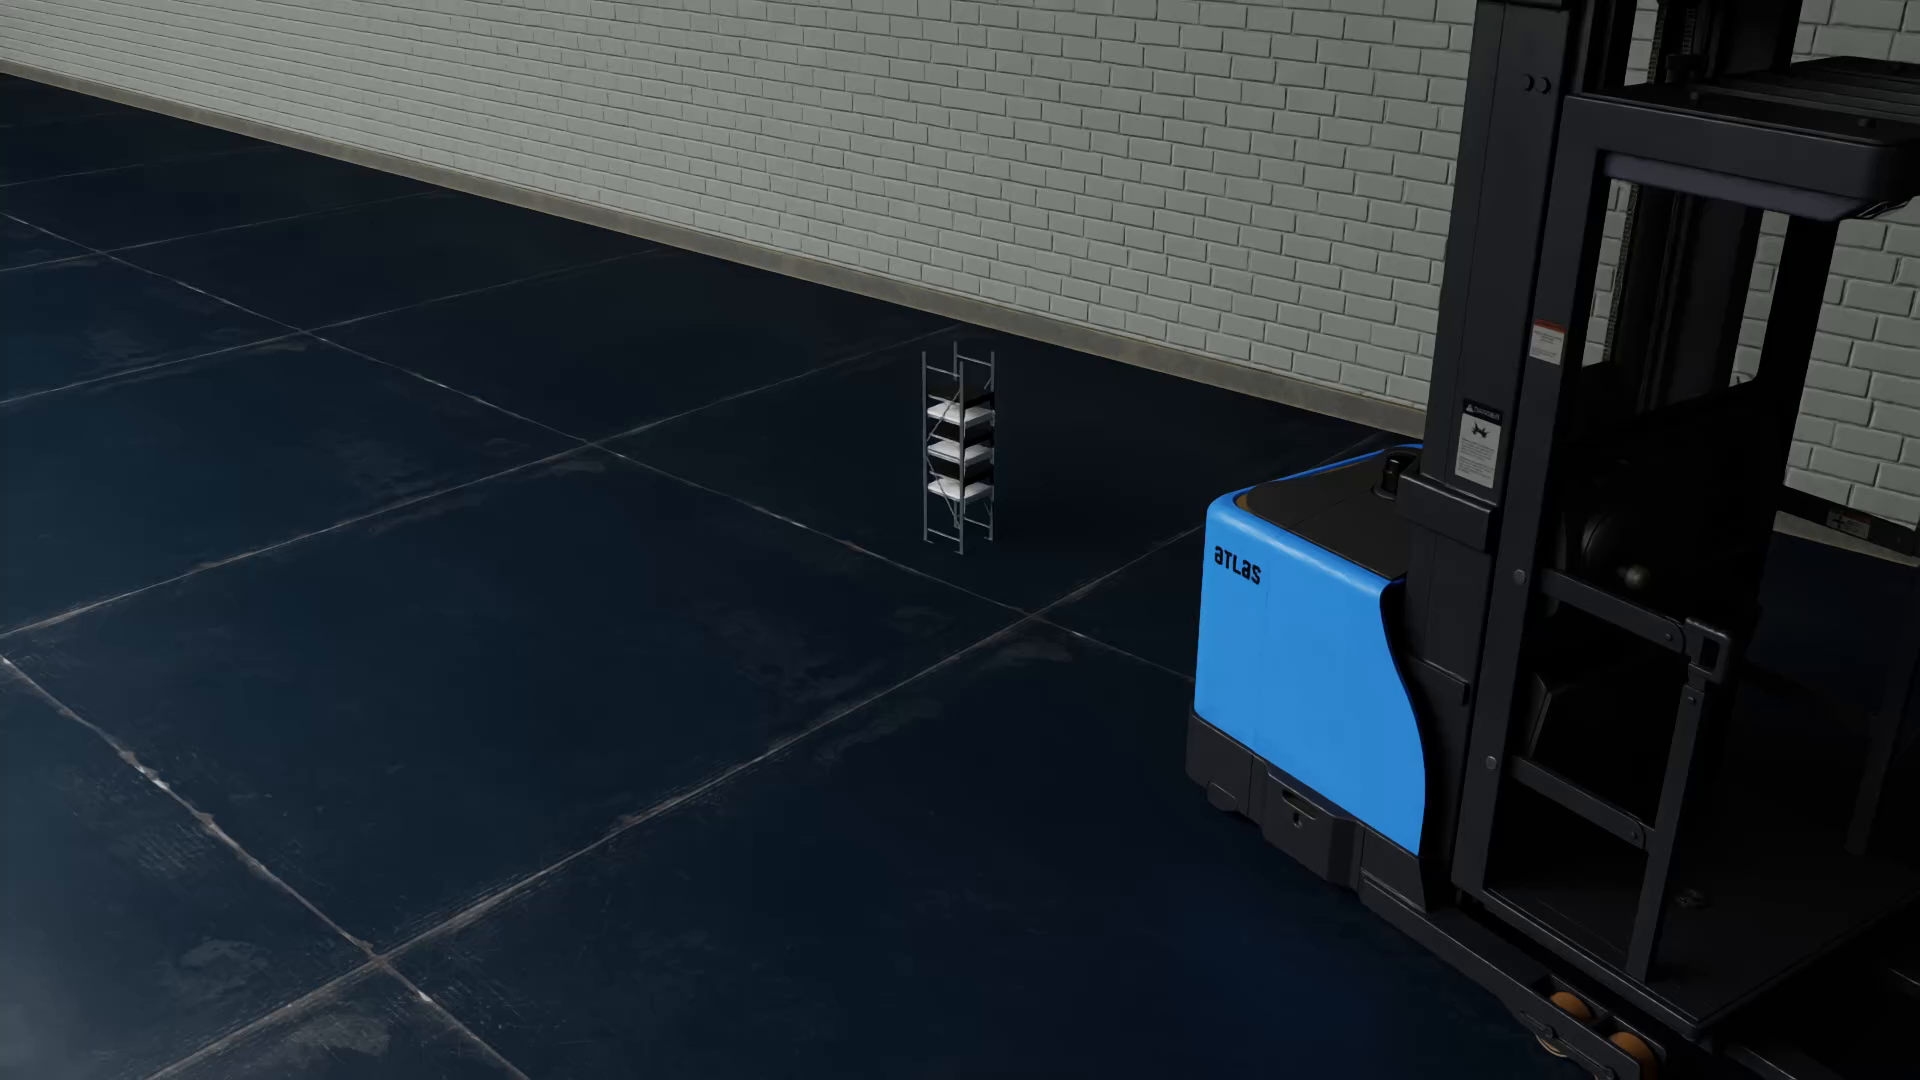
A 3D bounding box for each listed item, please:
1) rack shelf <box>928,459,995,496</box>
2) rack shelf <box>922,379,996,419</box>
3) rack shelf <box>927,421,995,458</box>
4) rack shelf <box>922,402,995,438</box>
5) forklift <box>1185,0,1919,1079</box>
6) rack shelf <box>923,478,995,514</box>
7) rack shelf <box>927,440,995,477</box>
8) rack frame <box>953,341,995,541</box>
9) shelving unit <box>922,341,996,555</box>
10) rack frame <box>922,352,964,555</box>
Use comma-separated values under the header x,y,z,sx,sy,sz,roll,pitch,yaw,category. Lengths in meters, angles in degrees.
x,y,z,sx,sy,sz,roll,pitch,yaw,category
-0.005,-0.296,7.473,0.258,0.077,0.200,20,31,38,rack shelf
-0.005,-0.624,7.326,0.258,0.077,0.200,20,31,38,rack shelf
-0.005,-0.460,7.399,0.258,0.077,0.200,20,31,38,rack shelf
-0.005,-0.542,7.362,0.258,0.077,0.200,20,31,38,rack shelf
2.001,-0.098,4.248,1.130,2.935,3.031,-15,28,-30,forklift
-0.005,-0.213,7.510,0.258,0.077,0.200,20,31,38,rack shelf
-0.005,-0.378,7.436,0.258,0.077,0.200,20,31,38,rack shelf
0.062,-0.439,7.492,0.240,0.900,0.006,20,31,38,rack frame
-0.005,-0.408,7.422,0.258,0.900,0.210,20,31,38,shelving unit
-0.073,-0.377,7.353,0.240,0.900,0.006,20,31,38,rack frame
